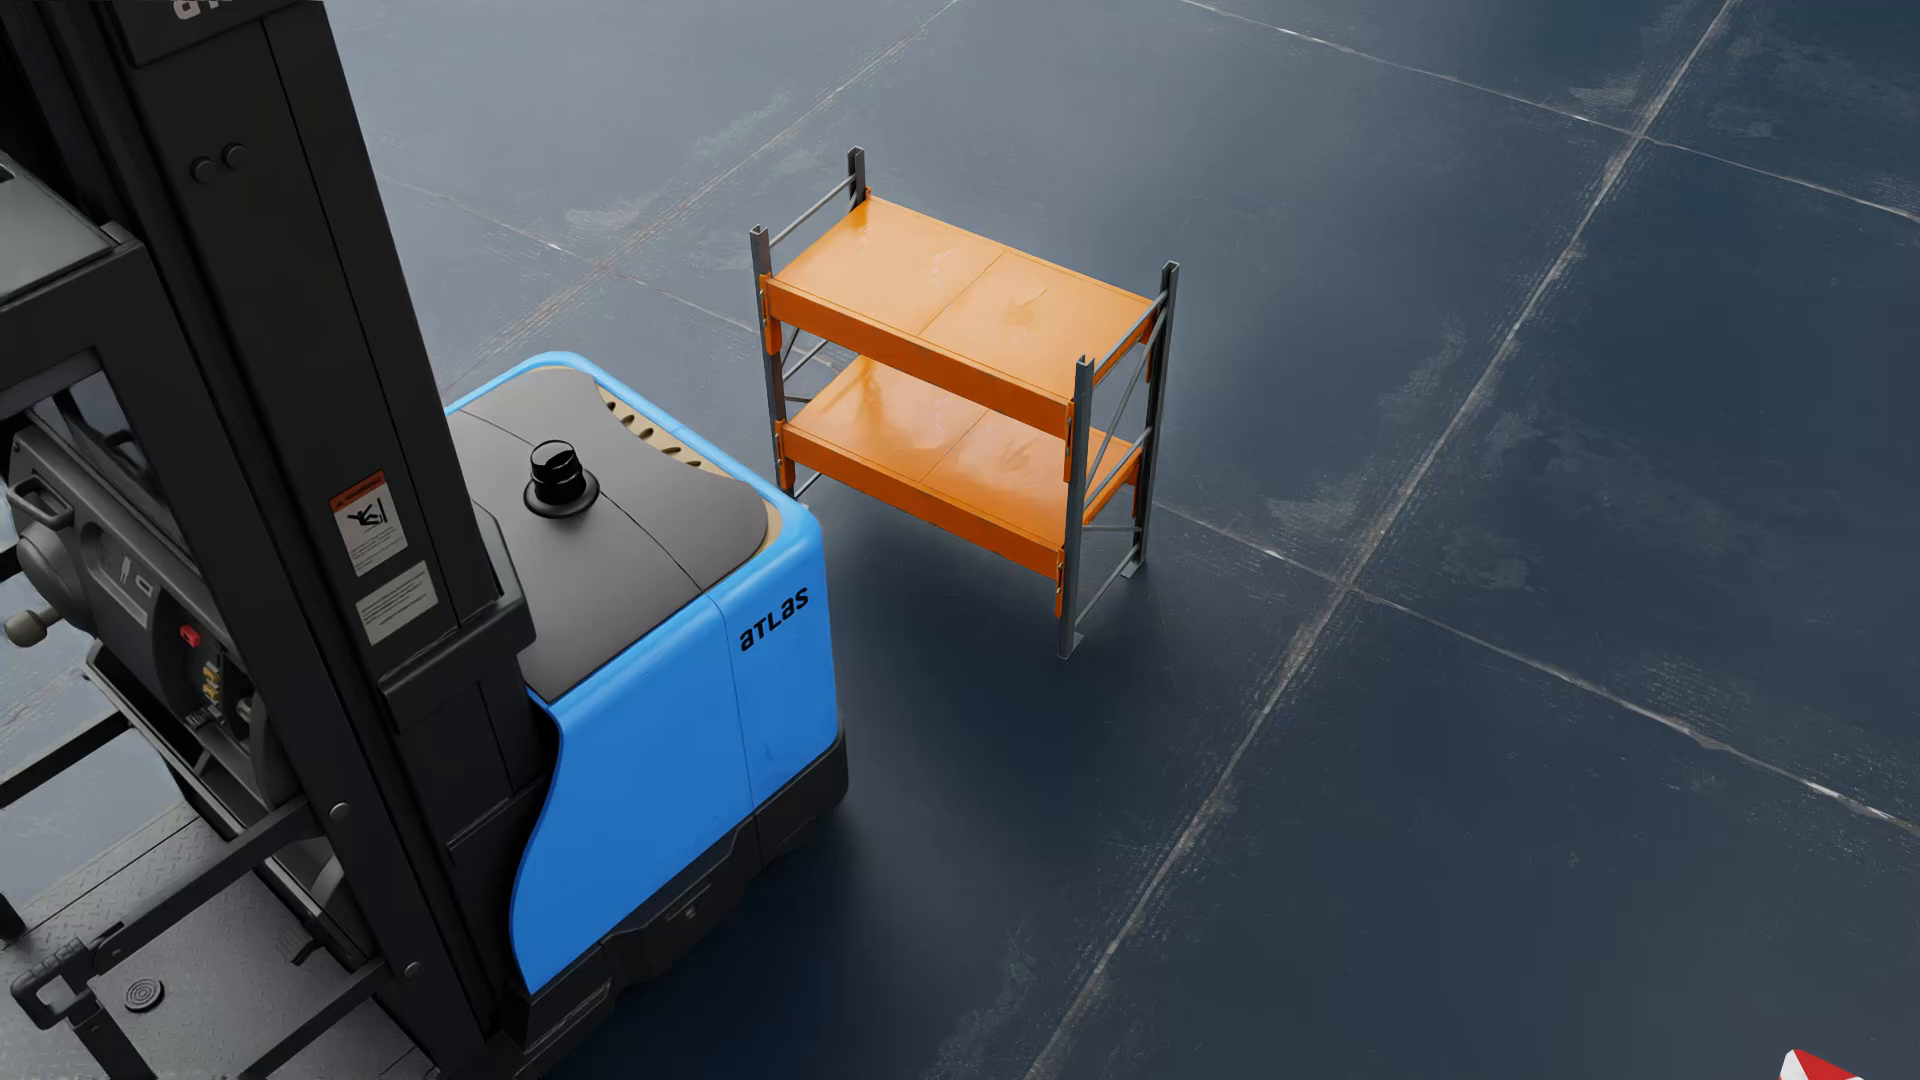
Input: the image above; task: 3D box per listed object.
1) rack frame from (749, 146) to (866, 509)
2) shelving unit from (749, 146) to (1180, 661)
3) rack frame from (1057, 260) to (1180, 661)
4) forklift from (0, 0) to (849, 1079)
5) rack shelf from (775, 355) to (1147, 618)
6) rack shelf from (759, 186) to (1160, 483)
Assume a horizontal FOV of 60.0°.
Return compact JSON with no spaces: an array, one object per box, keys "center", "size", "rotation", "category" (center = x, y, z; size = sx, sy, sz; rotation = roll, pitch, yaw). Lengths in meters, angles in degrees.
[{"center":[-0.422,-0.586,5.035],"size":[0.032,1.125,0.500],"rotation":[25,51,22],"category":"rack frame"},{"center":[0.006,-0.389,4.844],"size":[1.048,1.125,0.538],"rotation":[25,51,22],"category":"shelving unit"},{"center":[0.434,-0.193,4.653],"size":[0.032,1.125,0.500],"rotation":[25,51,22],"category":"rack frame"},{"center":[-1.665,0.232,2.981],"size":[1.130,2.935,3.031],"rotation":[33,54,28],"category":"forklift"},{"center":[0.006,-0.219,5.019],"size":[1.000,0.278,0.538],"rotation":[25,51,22],"category":"rack shelf"},{"center":[0.006,-0.593,4.634],"size":[1.000,0.278,0.538],"rotation":[25,51,22],"category":"rack shelf"}]
